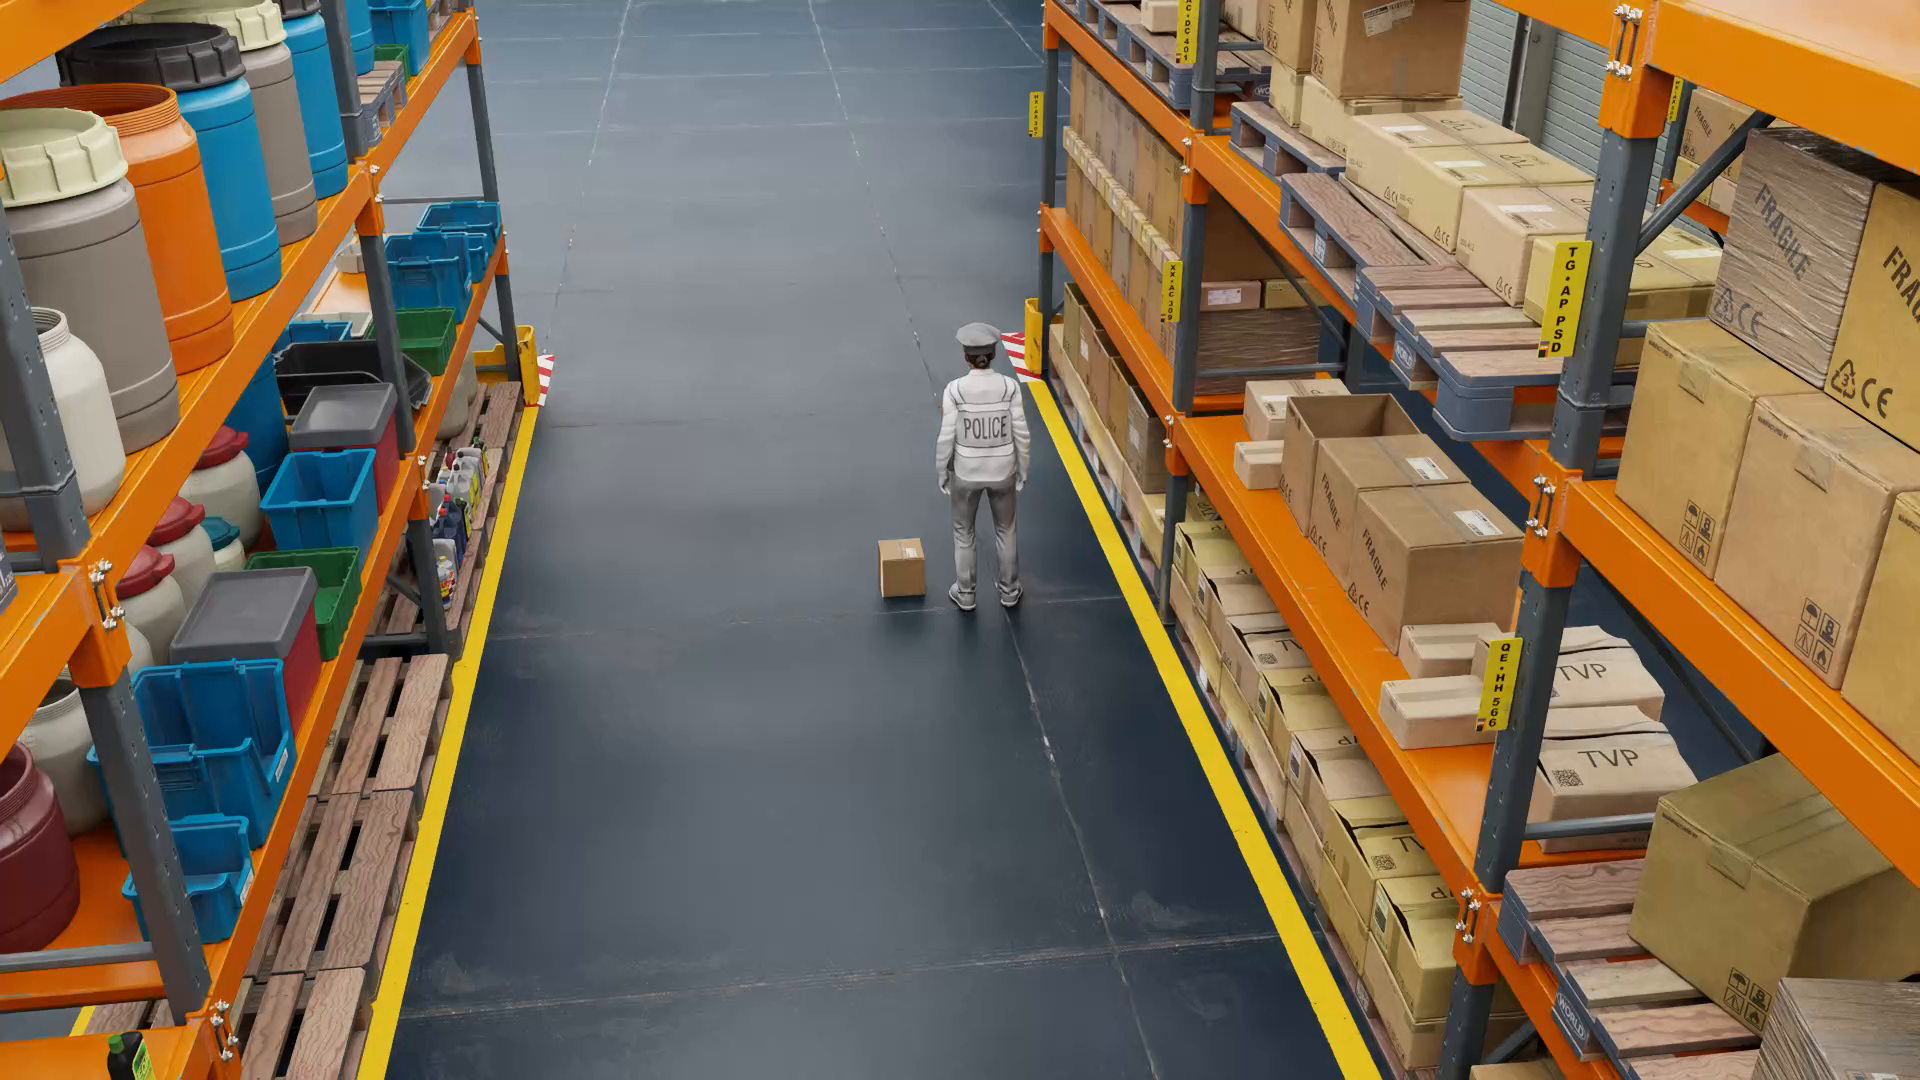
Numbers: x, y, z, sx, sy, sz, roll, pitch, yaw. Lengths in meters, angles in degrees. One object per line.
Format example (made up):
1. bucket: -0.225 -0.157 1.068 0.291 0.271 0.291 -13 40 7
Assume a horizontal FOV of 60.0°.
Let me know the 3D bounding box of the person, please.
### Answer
1. person: 0.128 -0.380 9.350 0.526 1.663 0.376 -3 27 -6
